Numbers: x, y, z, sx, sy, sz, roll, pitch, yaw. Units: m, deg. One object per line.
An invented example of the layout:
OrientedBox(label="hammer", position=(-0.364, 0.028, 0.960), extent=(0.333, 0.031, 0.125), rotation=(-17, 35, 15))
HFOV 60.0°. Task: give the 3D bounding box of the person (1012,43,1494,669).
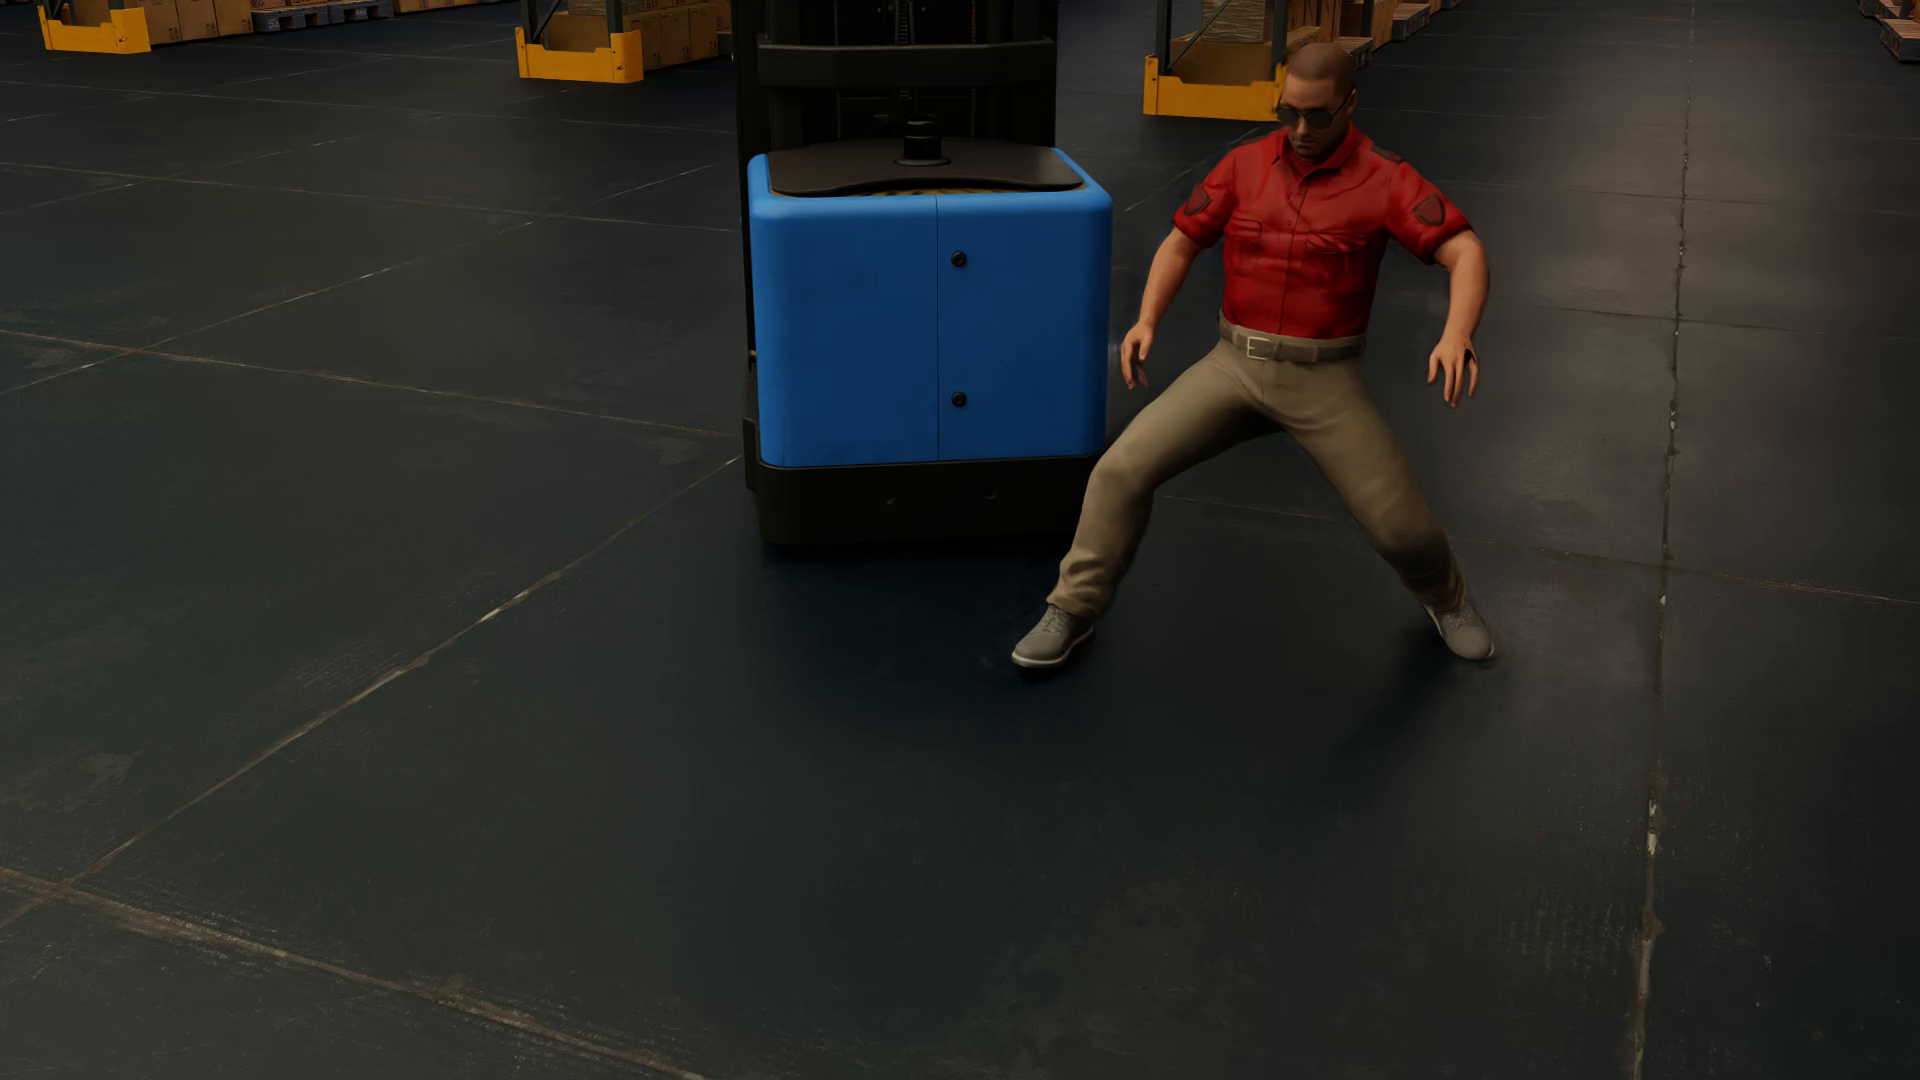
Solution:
OrientedBox(label="person", position=(0.805, -0.403, 4.104), extent=(1.046, 1.573, 0.994), rotation=(13, 26, 29))

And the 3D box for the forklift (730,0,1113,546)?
OrientedBox(label="forklift", position=(-0.249, -1.868, 5.761), extent=(1.130, 2.935, 3.031), rotation=(-3, 23, -7))
